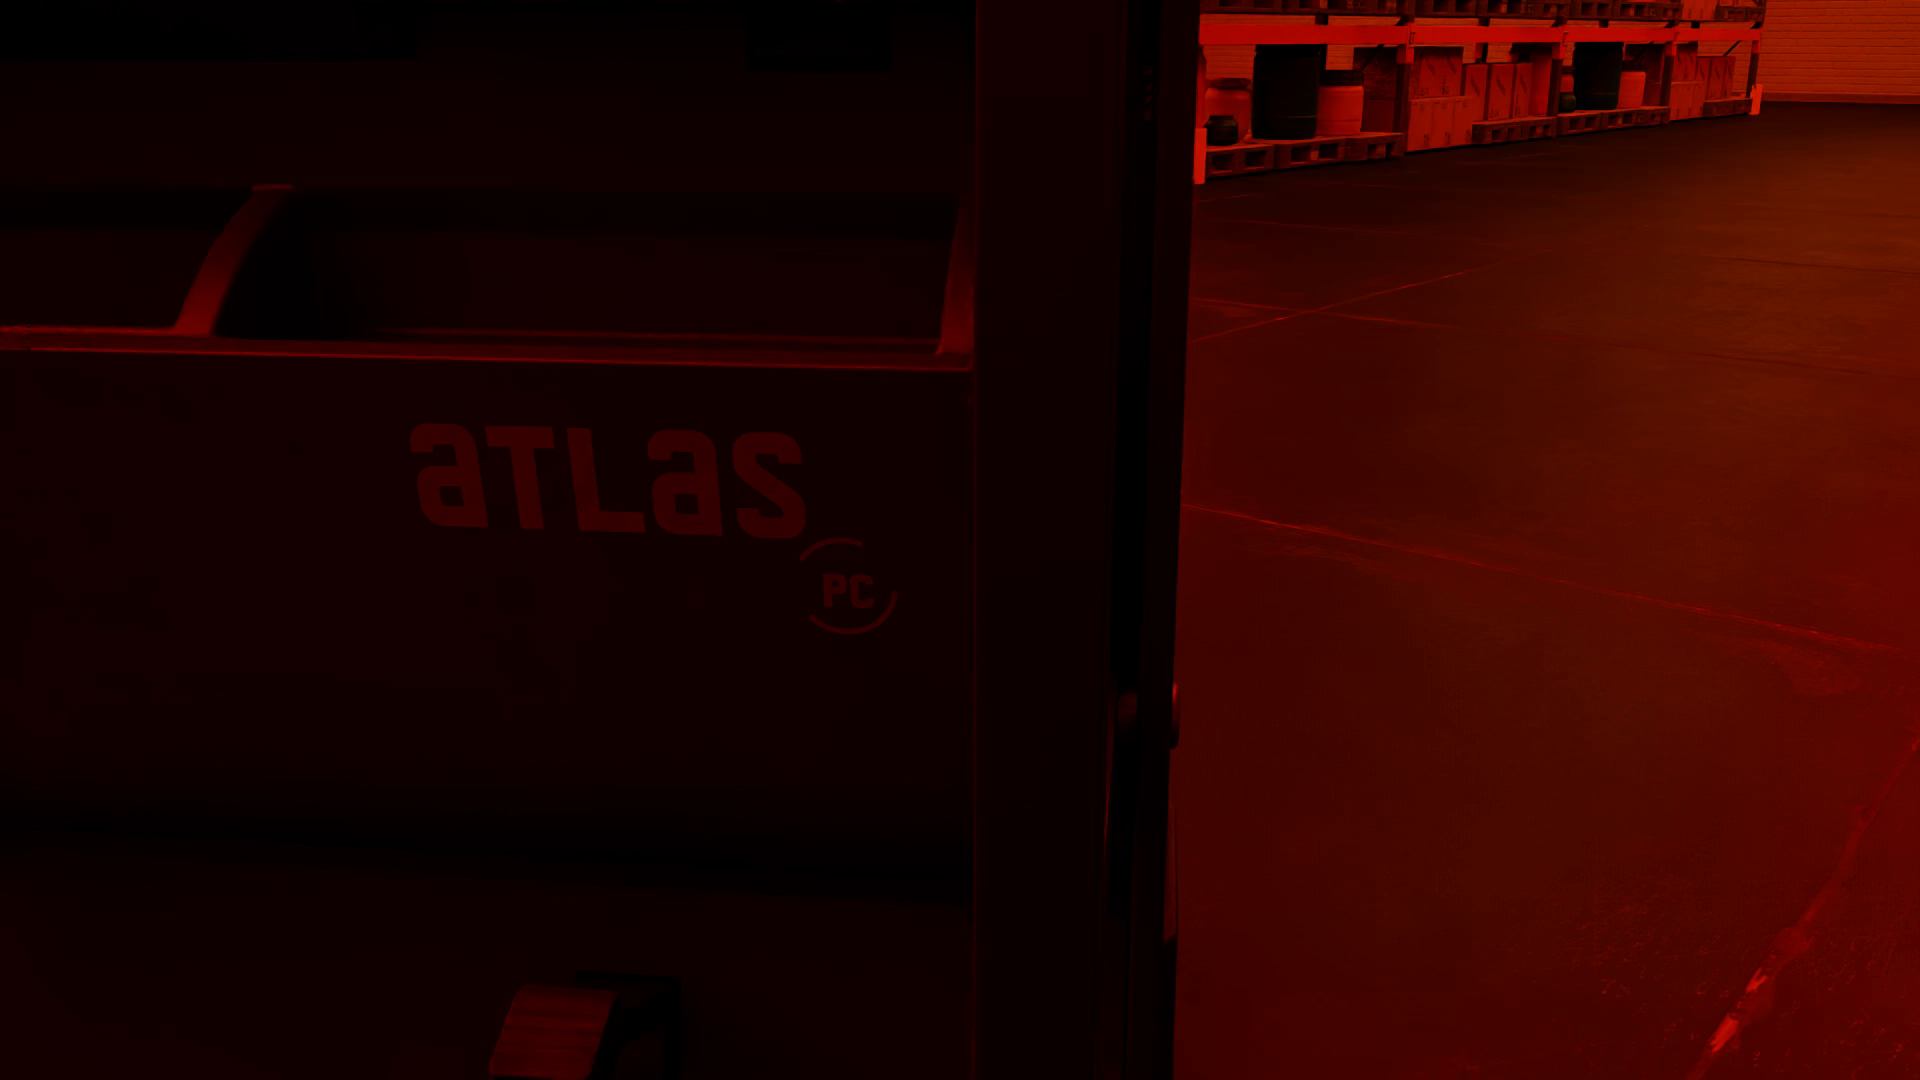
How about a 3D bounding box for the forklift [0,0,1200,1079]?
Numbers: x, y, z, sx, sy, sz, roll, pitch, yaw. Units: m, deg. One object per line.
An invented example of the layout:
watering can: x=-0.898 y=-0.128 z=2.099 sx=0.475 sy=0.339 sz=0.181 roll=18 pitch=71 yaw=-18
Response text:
forklift: x=-0.437 y=-0.529 z=0.638 sx=1.130 sy=2.935 sz=3.031 roll=2 pitch=17 yaw=6
